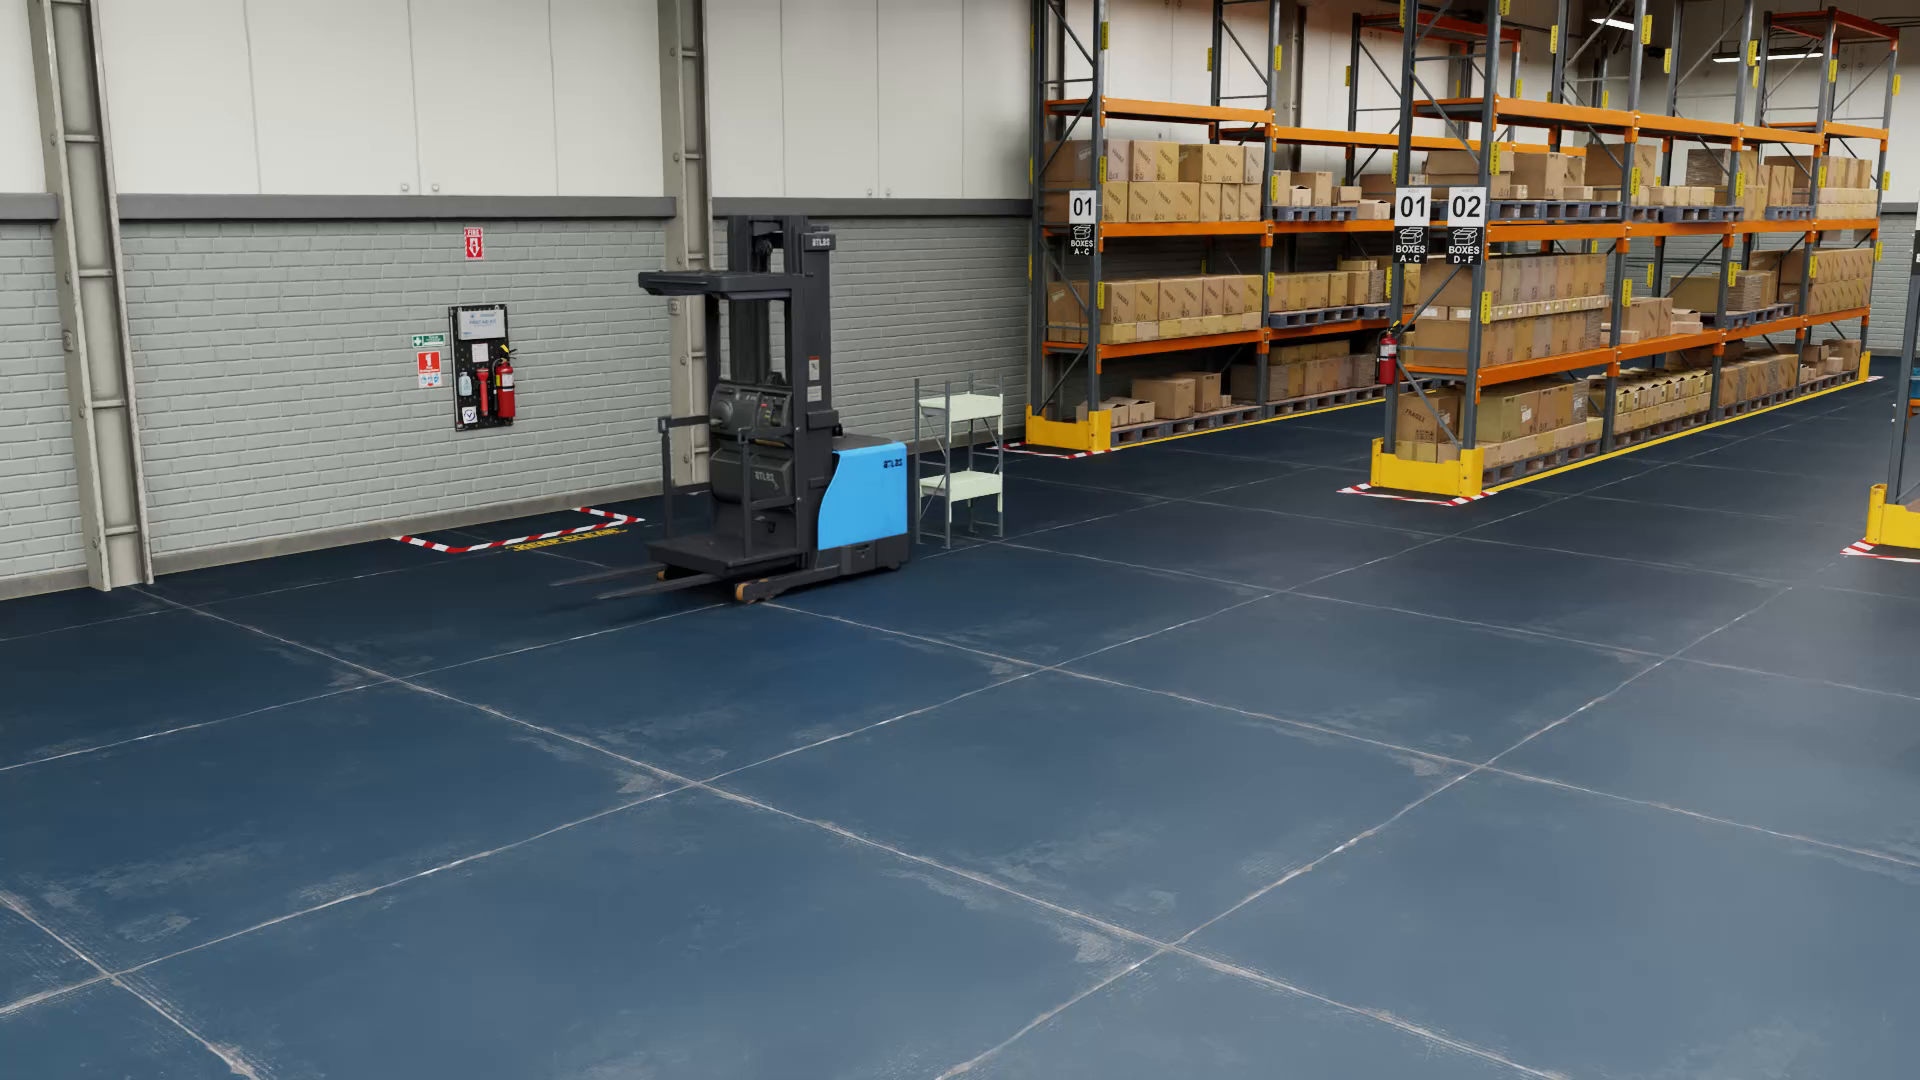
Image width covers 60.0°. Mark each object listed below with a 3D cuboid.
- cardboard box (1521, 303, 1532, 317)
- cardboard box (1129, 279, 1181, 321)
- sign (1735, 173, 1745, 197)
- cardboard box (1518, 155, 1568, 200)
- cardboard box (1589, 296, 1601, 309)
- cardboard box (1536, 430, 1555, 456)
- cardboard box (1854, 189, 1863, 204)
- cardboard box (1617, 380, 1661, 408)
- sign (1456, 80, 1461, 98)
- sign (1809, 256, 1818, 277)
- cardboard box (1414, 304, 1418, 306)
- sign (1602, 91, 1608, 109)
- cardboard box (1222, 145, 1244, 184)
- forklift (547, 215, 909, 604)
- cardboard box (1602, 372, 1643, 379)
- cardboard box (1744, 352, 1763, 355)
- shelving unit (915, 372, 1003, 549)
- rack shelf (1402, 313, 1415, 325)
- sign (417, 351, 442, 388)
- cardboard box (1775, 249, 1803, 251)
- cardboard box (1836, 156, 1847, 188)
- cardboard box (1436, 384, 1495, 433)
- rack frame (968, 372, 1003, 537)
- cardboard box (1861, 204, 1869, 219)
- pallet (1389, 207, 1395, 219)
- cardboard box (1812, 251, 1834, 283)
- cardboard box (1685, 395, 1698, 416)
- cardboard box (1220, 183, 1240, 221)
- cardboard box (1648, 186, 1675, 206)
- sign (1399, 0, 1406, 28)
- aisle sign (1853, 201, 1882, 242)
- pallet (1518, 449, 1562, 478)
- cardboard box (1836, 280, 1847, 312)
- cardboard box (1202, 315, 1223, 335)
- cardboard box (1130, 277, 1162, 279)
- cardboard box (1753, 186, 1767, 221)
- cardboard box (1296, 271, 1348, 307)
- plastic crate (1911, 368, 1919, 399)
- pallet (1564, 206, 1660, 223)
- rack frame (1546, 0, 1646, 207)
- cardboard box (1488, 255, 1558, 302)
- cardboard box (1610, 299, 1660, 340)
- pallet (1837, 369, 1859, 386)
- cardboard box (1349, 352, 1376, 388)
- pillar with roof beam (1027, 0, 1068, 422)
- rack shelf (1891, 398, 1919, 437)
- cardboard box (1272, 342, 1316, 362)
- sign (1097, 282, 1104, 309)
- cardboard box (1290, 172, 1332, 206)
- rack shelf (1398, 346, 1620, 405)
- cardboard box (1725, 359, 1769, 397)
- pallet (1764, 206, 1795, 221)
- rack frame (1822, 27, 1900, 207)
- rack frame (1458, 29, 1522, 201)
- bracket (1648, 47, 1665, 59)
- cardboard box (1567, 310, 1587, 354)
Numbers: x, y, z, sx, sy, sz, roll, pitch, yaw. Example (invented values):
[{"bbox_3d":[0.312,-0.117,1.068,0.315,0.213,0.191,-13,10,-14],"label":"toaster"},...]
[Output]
[{"bbox_3d":[6.149,-2.572,18.558,0.380,0.149,0.250,9,14,38],"label":"cardboard box"},{"bbox_3d":[2.545,-3.145,21.755,0.500,0.500,0.500,9,14,39],"label":"cardboard box"},{"bbox_3d":[10.740,-4.890,22.896,0.100,0.325,0.005,10,15,40],"label":"sign"},{"bbox_3d":[6.506,-4.182,19.177,0.637,0.503,0.797,-10,15,-41],"label":"cardboard box"},{"bbox_3d":[7.505,-2.875,20.074,0.380,0.149,0.250,9,15,39],"label":"cardboard box"},{"bbox_3d":[6.560,-1.151,19.304,0.500,0.250,0.500,10,15,40],"label":"cardboard box"},{"bbox_3d":[14.799,-5.764,27.901,0.500,0.250,0.500,10,15,40],"label":"cardboard box"},{"bbox_3d":[8.823,-1.922,21.731,0.500,0.311,0.500,9,14,38],"label":"cardboard box"},{"bbox_3d":[8.845,-7.981,29.447,0.100,0.325,0.005,10,15,40],"label":"sign"},{"bbox_3d":[13.388,-4.285,26.090,0.100,0.325,0.005,10,15,40],"label":"sign"},{"bbox_3d":[7.408,-3.809,27.254,0.380,0.149,0.250,10,15,42],"label":"cardboard box"},{"bbox_3d":[12.284,-8.384,31.662,0.100,0.325,0.005,10,15,40],"label":"sign"},{"bbox_3d":[3.482,-5.080,22.510,0.500,0.500,0.500,11,16,43],"label":"cardboard box"},{"bbox_3d":[-1.807,-1.056,13.055,1.130,2.935,3.031,11,15,42],"label":"forklift"},{"bbox_3d":[9.084,-2.140,22.824,0.500,0.311,0.500,9,15,39],"label":"cardboard box"},{"bbox_3d":[12.467,-2.739,26.563,0.500,0.500,0.500,9,14,38],"label":"cardboard box"},{"bbox_3d":[-0.004,-0.734,15.098,0.431,1.500,0.755,10,15,40],"label":"shelving unit"},{"bbox_3d":[7.925,-3.781,28.361,1.077,0.370,4.000,10,15,40],"label":"rack shelf"},{"bbox_3d":[-4.926,-1.586,15.441,0.001,0.329,0.234,10,15,40],"label":"sign"},{"bbox_3d":[13.777,-4.586,27.743,0.500,0.500,0.500,10,15,41],"label":"cardboard box"},{"bbox_3d":[14.023,-6.005,27.190,0.700,0.500,0.500,10,15,40],"label":"cardboard box"},{"bbox_3d":[5.827,-1.515,19.209,0.500,0.500,0.500,10,15,40],"label":"cardboard box"},{"bbox_3d":[0.237,-0.788,15.368,0.400,1.500,0.023,10,15,40],"label":"rack frame"},{"bbox_3d":[15.130,-5.593,28.317,0.500,0.250,0.500,10,15,40],"label":"cardboard box"},{"bbox_3d":[6.990,-5.320,27.051,1.213,0.211,1.003,11,16,43],"label":"pallet"},{"bbox_3d":[13.832,-4.437,26.998,0.500,0.500,0.500,9,15,39],"label":"cardboard box"},{"bbox_3d":[9.827,-1.872,22.914,0.500,0.250,0.500,10,15,40],"label":"cardboard box"},{"bbox_3d":[3.474,-4.602,22.669,0.500,0.500,0.500,8,14,36],"label":"cardboard box"},{"bbox_3d":[8.996,-4.488,21.716,0.500,0.250,0.500,8,14,36],"label":"cardboard box"},{"bbox_3d":[4.650,-5.534,17.395,0.100,0.325,0.005,10,15,40],"label":"sign"},{"bbox_3d":[15.885,-5.622,29.104,0.394,0.787,0.004,10,15,40],"label":"aisle sign"},{"bbox_3d":[6.327,-0.952,19.479,1.003,0.211,1.213,10,15,40],"label":"pallet"},{"bbox_3d":[14.512,-4.101,27.871,0.500,0.500,0.500,9,15,40],"label":"cardboard box"},{"bbox_3d":[3.224,-2.931,22.596,0.500,0.250,0.500,10,15,40],"label":"cardboard box"},{"bbox_3d":[2.486,-3.287,22.467,0.500,0.500,0.500,10,15,41],"label":"cardboard box"},{"bbox_3d":[11.271,-4.940,24.412,0.910,0.500,0.500,10,15,40],"label":"cardboard box"},{"bbox_3d":[5.497,-3.848,25.480,0.700,0.500,0.500,10,15,40],"label":"cardboard box"},{"bbox_3d":[8.872,-1.421,15.088,0.499,0.251,0.616,10,15,40],"label":"plastic crate"},{"bbox_3d":[8.261,-4.120,21.050,0.805,0.209,1.217,9,14,38],"label":"pallet"},{"bbox_3d":[7.688,-5.553,20.079,1.000,3.000,0.127,10,15,40],"label":"rack frame"},{"bbox_3d":[6.406,-3.009,19.090,0.700,0.500,0.500,10,15,40],"label":"cardboard box"},{"bbox_3d":[8.886,-2.923,21.969,0.500,0.500,0.500,10,15,40],"label":"cardboard box"},{"bbox_3d":[15.034,-2.881,29.136,1.003,0.211,1.213,10,15,40],"label":"pallet"},{"bbox_3d":[6.169,-2.717,26.455,0.700,0.500,0.500,10,15,41],"label":"cardboard box"},{"bbox_3d":[4.370,-5.263,18.626,9.100,9.000,0.400,10,15,40],"label":"pillar with roof beam"},{"bbox_3d":[10.086,-1.324,16.055,1.077,0.370,4.000,10,15,40],"label":"rack shelf"},{"bbox_3d":[5.067,-2.862,25.264,0.500,0.250,0.500,9,15,39],"label":"cardboard box"},{"bbox_3d":[1.732,-3.017,20.488,0.100,0.325,0.005,10,15,40],"label":"sign"},{"bbox_3d":[5.200,-5.229,24.786,0.500,0.500,0.500,9,14,38],"label":"cardboard box"},{"bbox_3d":[6.368,-1.965,19.264,1.077,0.370,4.000,10,15,40],"label":"rack shelf"},{"bbox_3d":[11.861,-2.448,25.109,0.500,0.500,0.500,9,14,38],"label":"cardboard box"},{"bbox_3d":[11.804,-4.928,25.084,1.213,0.211,1.003,10,15,40],"label":"pallet"},{"bbox_3d":[15.610,-7.319,28.919,1.000,3.000,0.127,10,15,40],"label":"rack frame"},{"bbox_3d":[9.246,-7.370,29.176,1.000,3.000,0.127,10,15,40],"label":"rack frame"},{"bbox_3d":[15.124,-10.597,36.141,0.235,0.232,0.430,10,15,40],"label":"bracket"},{"bbox_3d":[7.057,-2.516,19.934,0.700,0.500,0.500,10,15,40],"label":"cardboard box"}]
